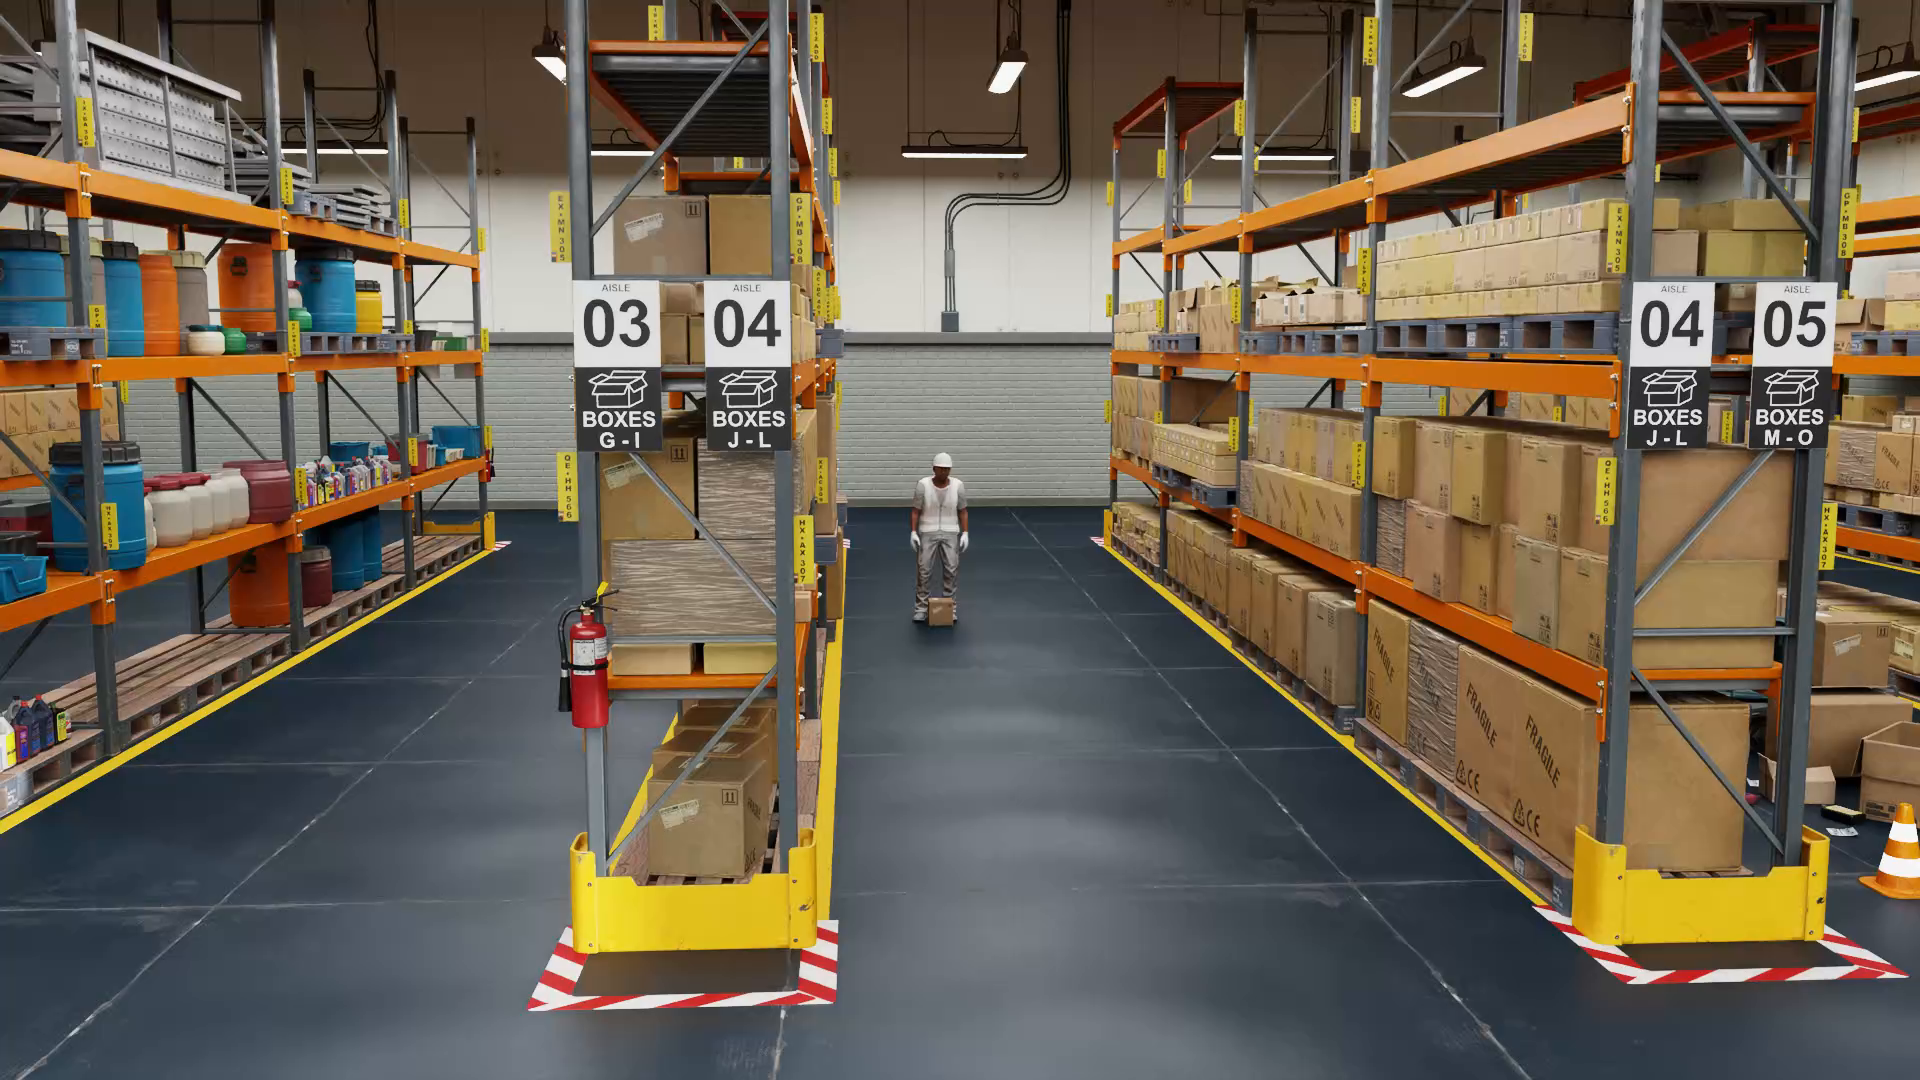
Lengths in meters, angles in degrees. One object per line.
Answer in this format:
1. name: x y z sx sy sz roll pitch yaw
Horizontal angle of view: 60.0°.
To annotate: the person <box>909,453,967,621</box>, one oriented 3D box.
1. person: -0.236 -0.035 17.489 0.614 1.773 0.449 0 7 -3
